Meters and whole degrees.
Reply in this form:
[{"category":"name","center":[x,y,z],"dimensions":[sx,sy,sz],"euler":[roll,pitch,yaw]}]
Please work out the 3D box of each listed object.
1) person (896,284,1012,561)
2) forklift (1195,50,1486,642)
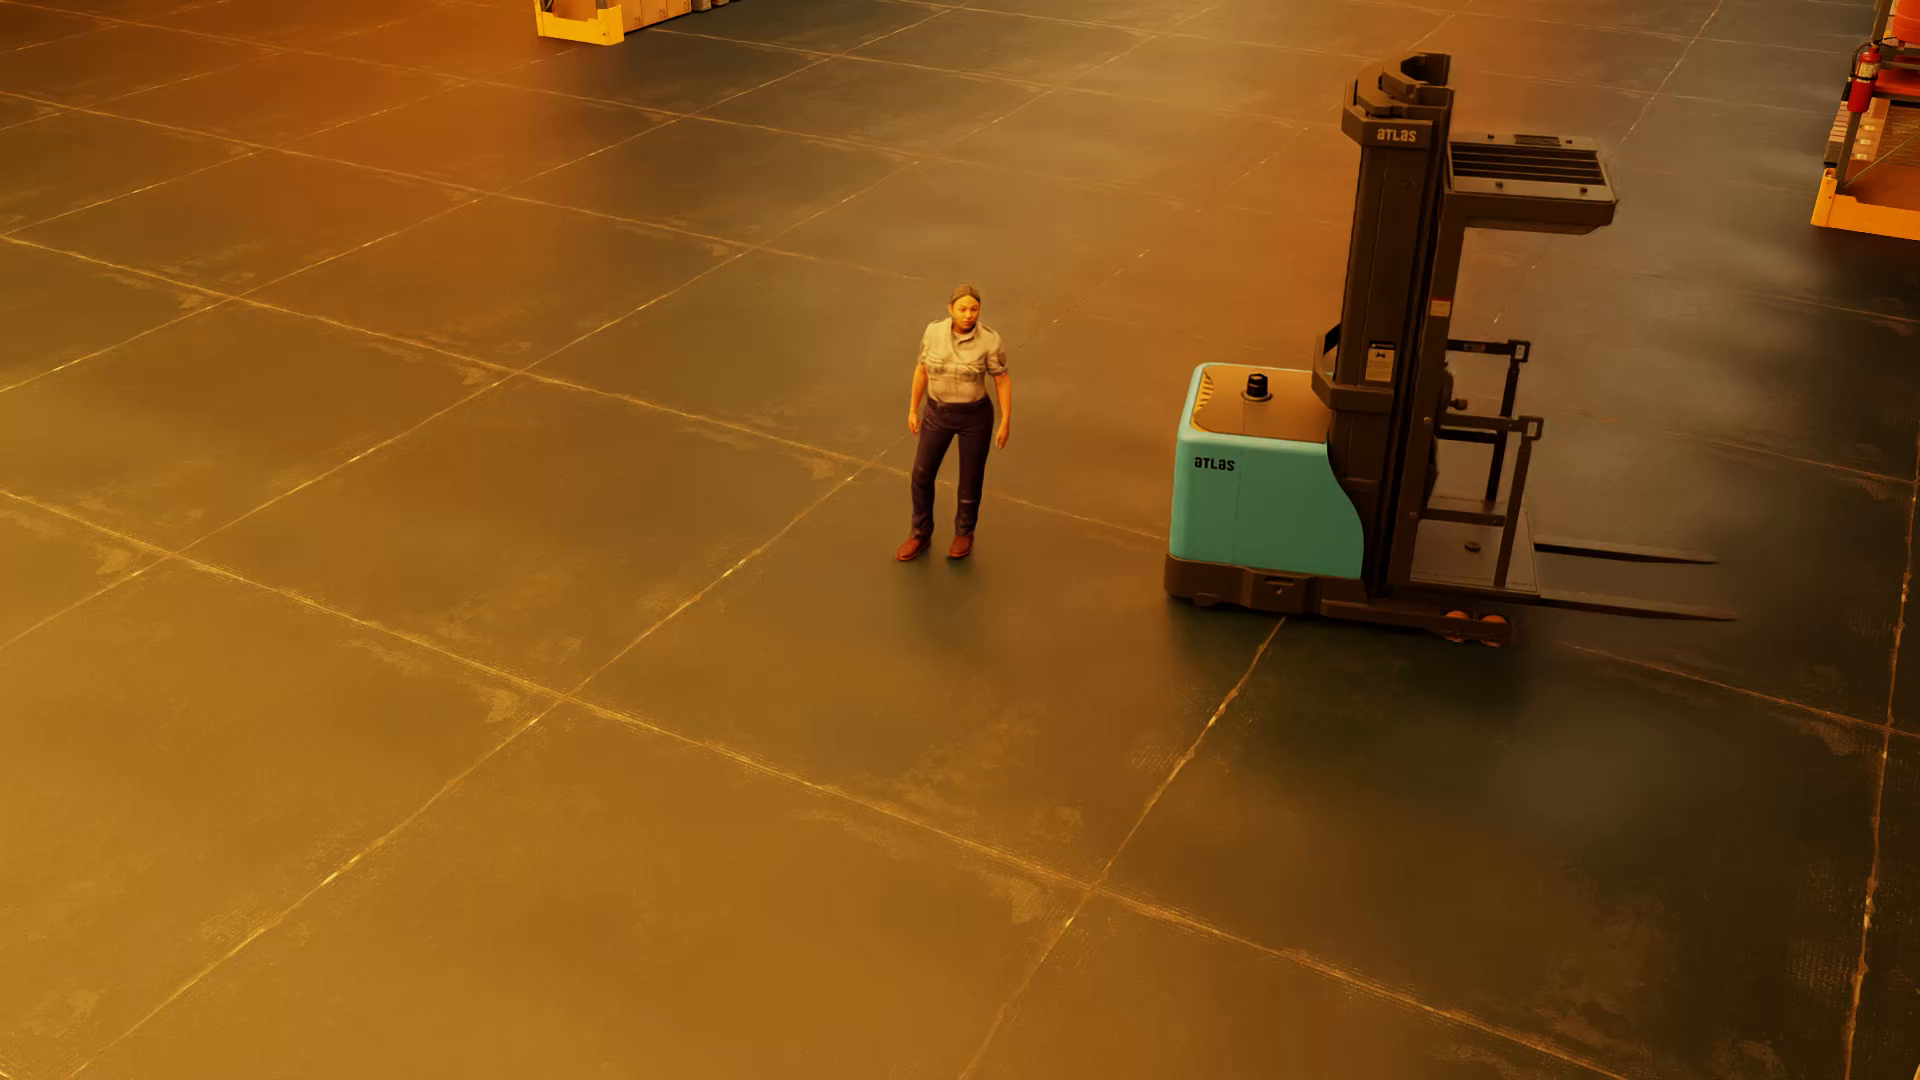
[{"category":"person","center":[-0.032,-0.662,9.509],"dimensions":[0.647,1.649,0.438],"euler":[5,30,9]},{"category":"forklift","center":[2.723,-0.983,8.774],"dimensions":[3.031,2.935,1.121],"euler":[7,31,11]}]
